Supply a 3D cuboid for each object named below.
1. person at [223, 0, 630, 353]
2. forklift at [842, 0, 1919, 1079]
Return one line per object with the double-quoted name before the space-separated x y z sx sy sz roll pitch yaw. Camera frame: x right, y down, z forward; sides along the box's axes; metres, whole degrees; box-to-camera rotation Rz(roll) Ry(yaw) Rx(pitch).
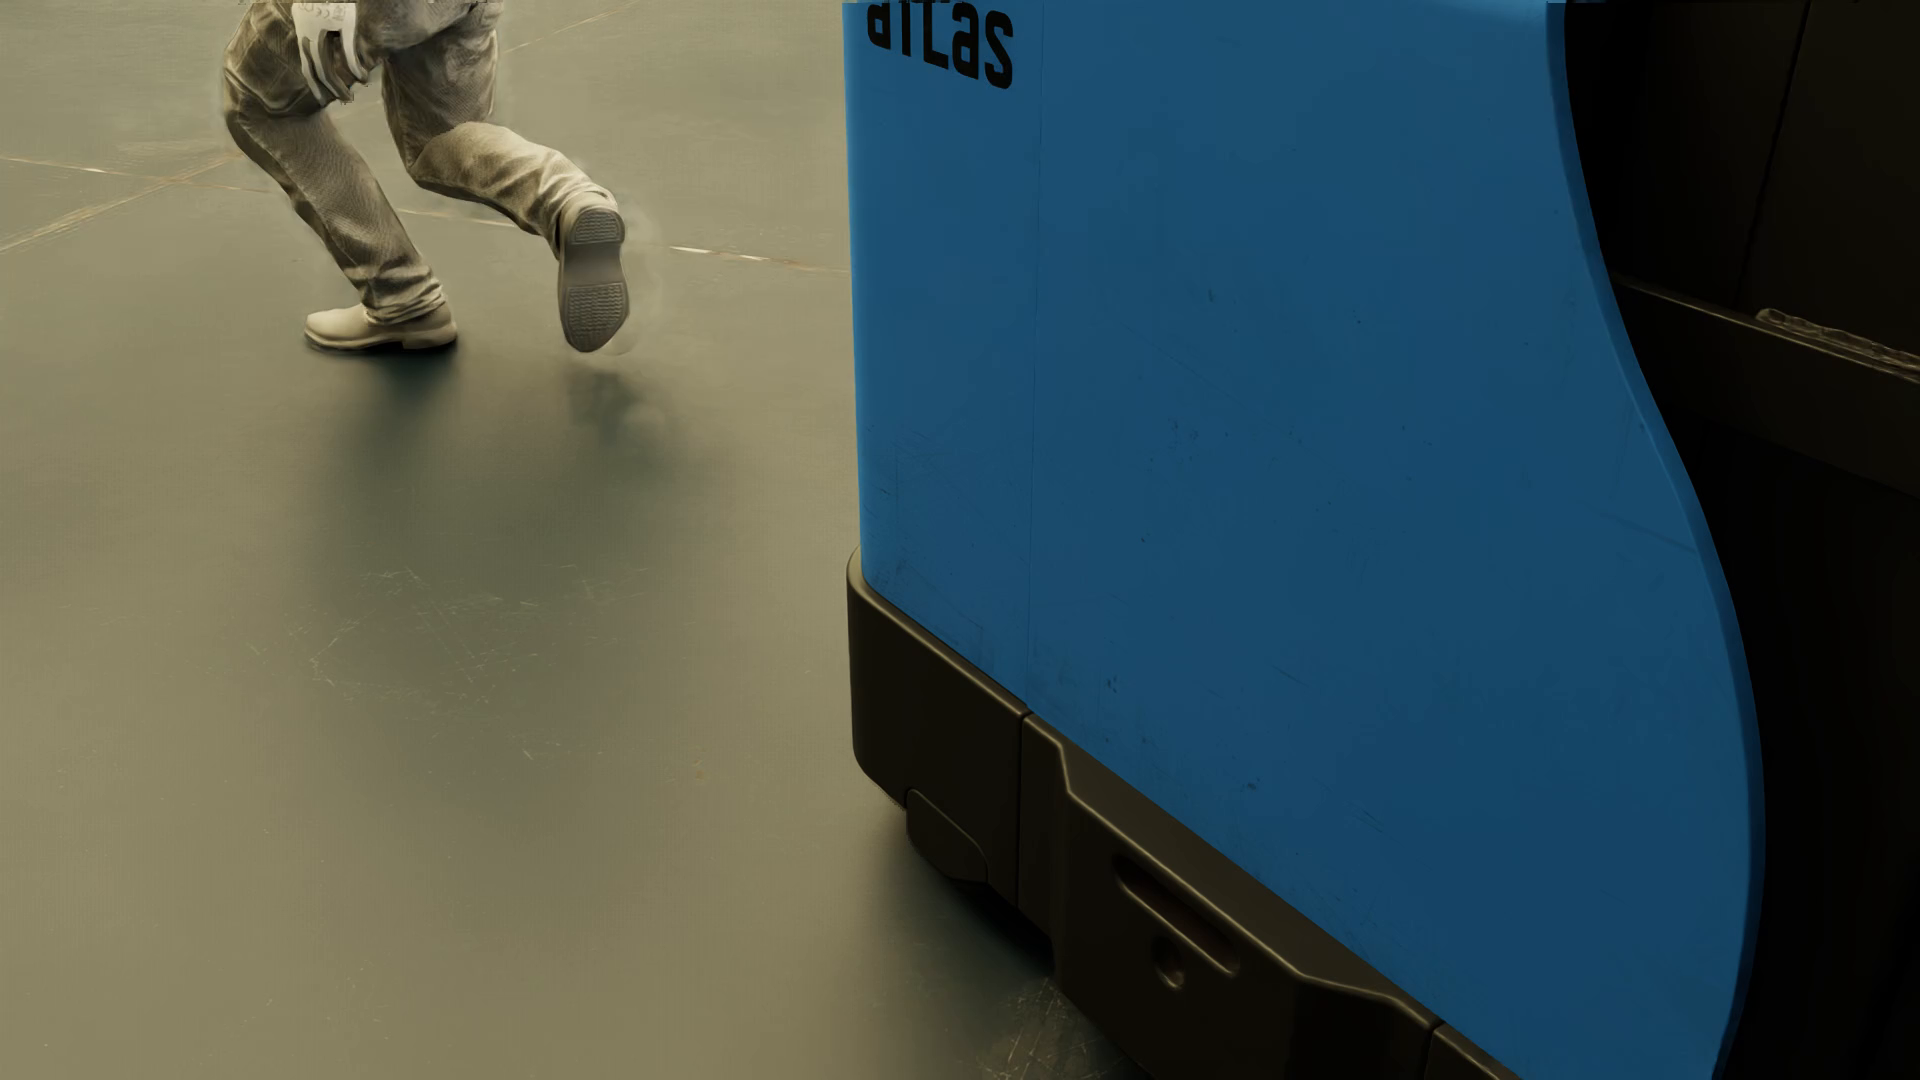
"person" -0.996 -1.016 2.748 0.827 1.550 0.679 8 31 14
"forklift" 1.154 -0.540 0.479 1.130 2.935 3.031 -20 35 -31
